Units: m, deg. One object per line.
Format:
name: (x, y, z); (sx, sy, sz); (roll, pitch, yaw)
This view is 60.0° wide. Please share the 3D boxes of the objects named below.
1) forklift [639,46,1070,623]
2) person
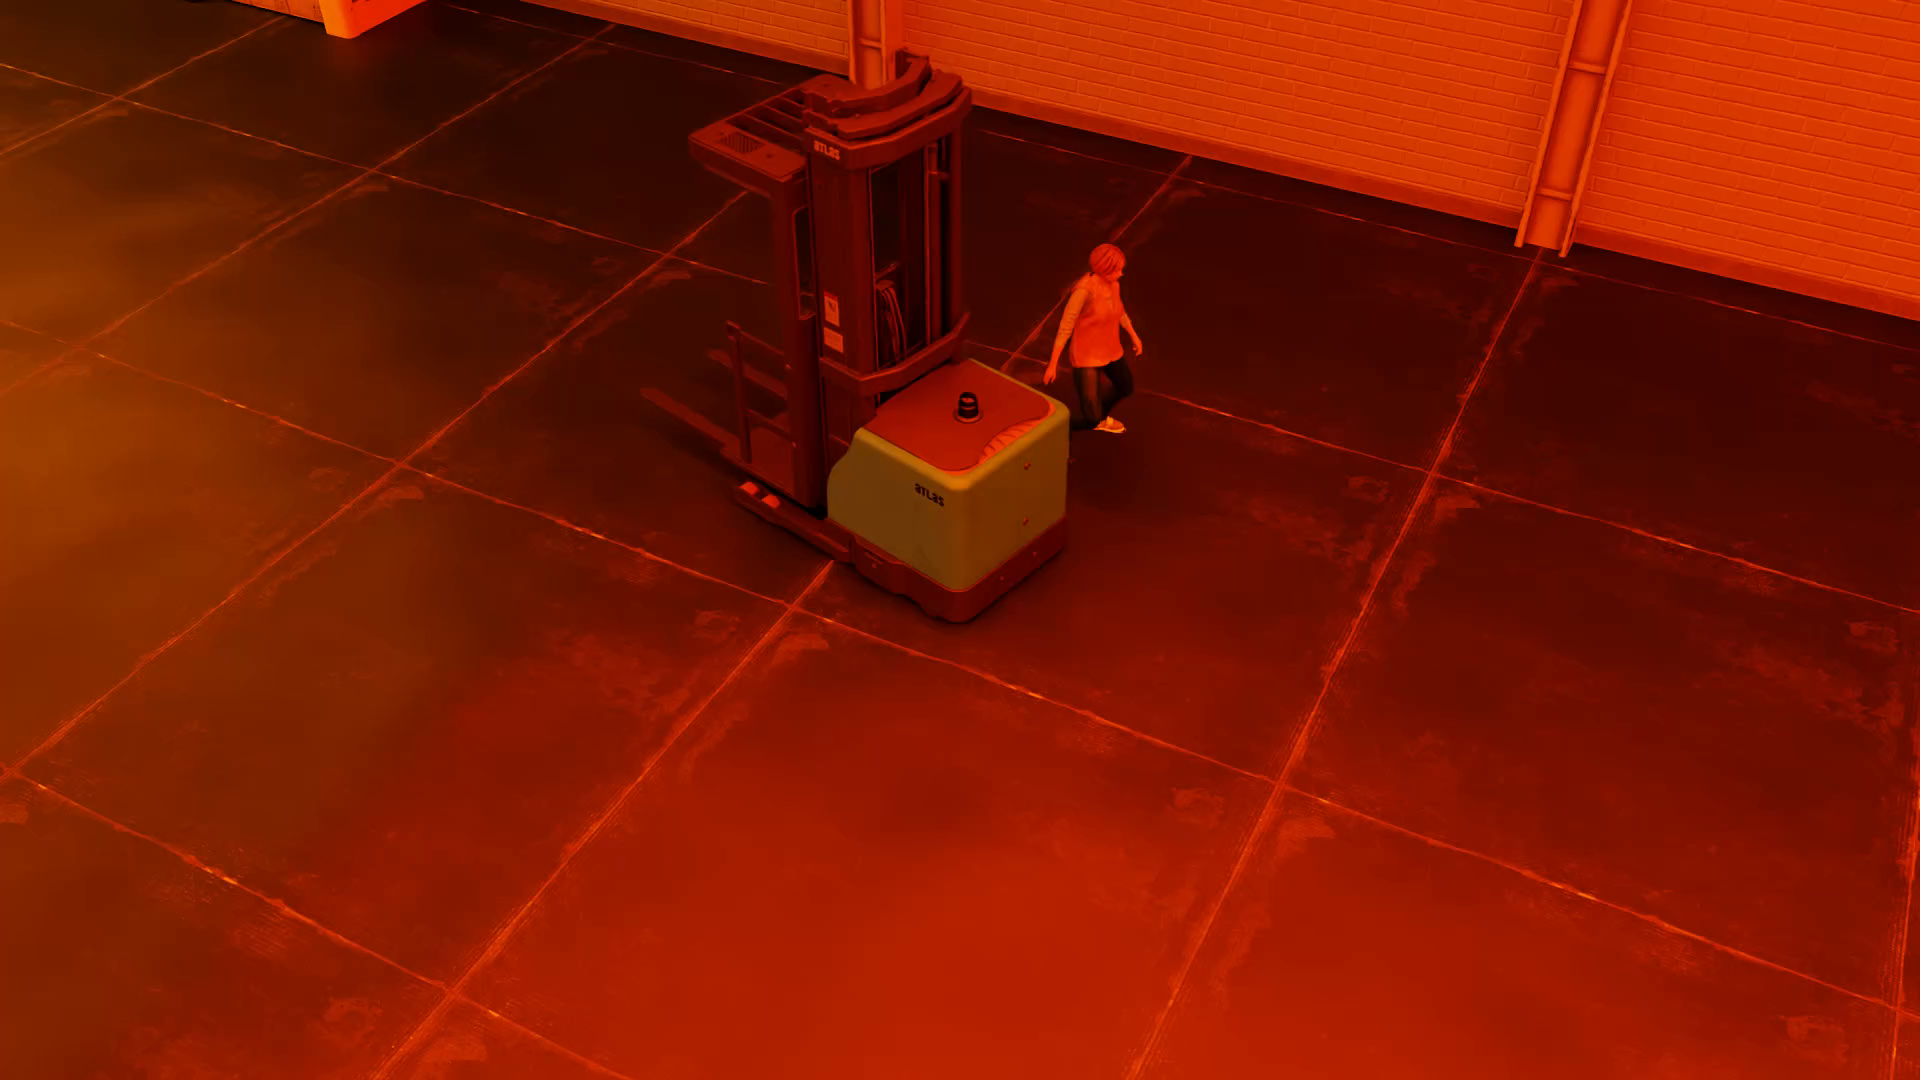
forklift: (-0.789, -1.461, 9.721); (3.031, 2.935, 1.130); (30, 48, 30)
person: (0.849, -1.166, 10.485); (0.763, 1.514, 0.445); (-32, 50, -32)
